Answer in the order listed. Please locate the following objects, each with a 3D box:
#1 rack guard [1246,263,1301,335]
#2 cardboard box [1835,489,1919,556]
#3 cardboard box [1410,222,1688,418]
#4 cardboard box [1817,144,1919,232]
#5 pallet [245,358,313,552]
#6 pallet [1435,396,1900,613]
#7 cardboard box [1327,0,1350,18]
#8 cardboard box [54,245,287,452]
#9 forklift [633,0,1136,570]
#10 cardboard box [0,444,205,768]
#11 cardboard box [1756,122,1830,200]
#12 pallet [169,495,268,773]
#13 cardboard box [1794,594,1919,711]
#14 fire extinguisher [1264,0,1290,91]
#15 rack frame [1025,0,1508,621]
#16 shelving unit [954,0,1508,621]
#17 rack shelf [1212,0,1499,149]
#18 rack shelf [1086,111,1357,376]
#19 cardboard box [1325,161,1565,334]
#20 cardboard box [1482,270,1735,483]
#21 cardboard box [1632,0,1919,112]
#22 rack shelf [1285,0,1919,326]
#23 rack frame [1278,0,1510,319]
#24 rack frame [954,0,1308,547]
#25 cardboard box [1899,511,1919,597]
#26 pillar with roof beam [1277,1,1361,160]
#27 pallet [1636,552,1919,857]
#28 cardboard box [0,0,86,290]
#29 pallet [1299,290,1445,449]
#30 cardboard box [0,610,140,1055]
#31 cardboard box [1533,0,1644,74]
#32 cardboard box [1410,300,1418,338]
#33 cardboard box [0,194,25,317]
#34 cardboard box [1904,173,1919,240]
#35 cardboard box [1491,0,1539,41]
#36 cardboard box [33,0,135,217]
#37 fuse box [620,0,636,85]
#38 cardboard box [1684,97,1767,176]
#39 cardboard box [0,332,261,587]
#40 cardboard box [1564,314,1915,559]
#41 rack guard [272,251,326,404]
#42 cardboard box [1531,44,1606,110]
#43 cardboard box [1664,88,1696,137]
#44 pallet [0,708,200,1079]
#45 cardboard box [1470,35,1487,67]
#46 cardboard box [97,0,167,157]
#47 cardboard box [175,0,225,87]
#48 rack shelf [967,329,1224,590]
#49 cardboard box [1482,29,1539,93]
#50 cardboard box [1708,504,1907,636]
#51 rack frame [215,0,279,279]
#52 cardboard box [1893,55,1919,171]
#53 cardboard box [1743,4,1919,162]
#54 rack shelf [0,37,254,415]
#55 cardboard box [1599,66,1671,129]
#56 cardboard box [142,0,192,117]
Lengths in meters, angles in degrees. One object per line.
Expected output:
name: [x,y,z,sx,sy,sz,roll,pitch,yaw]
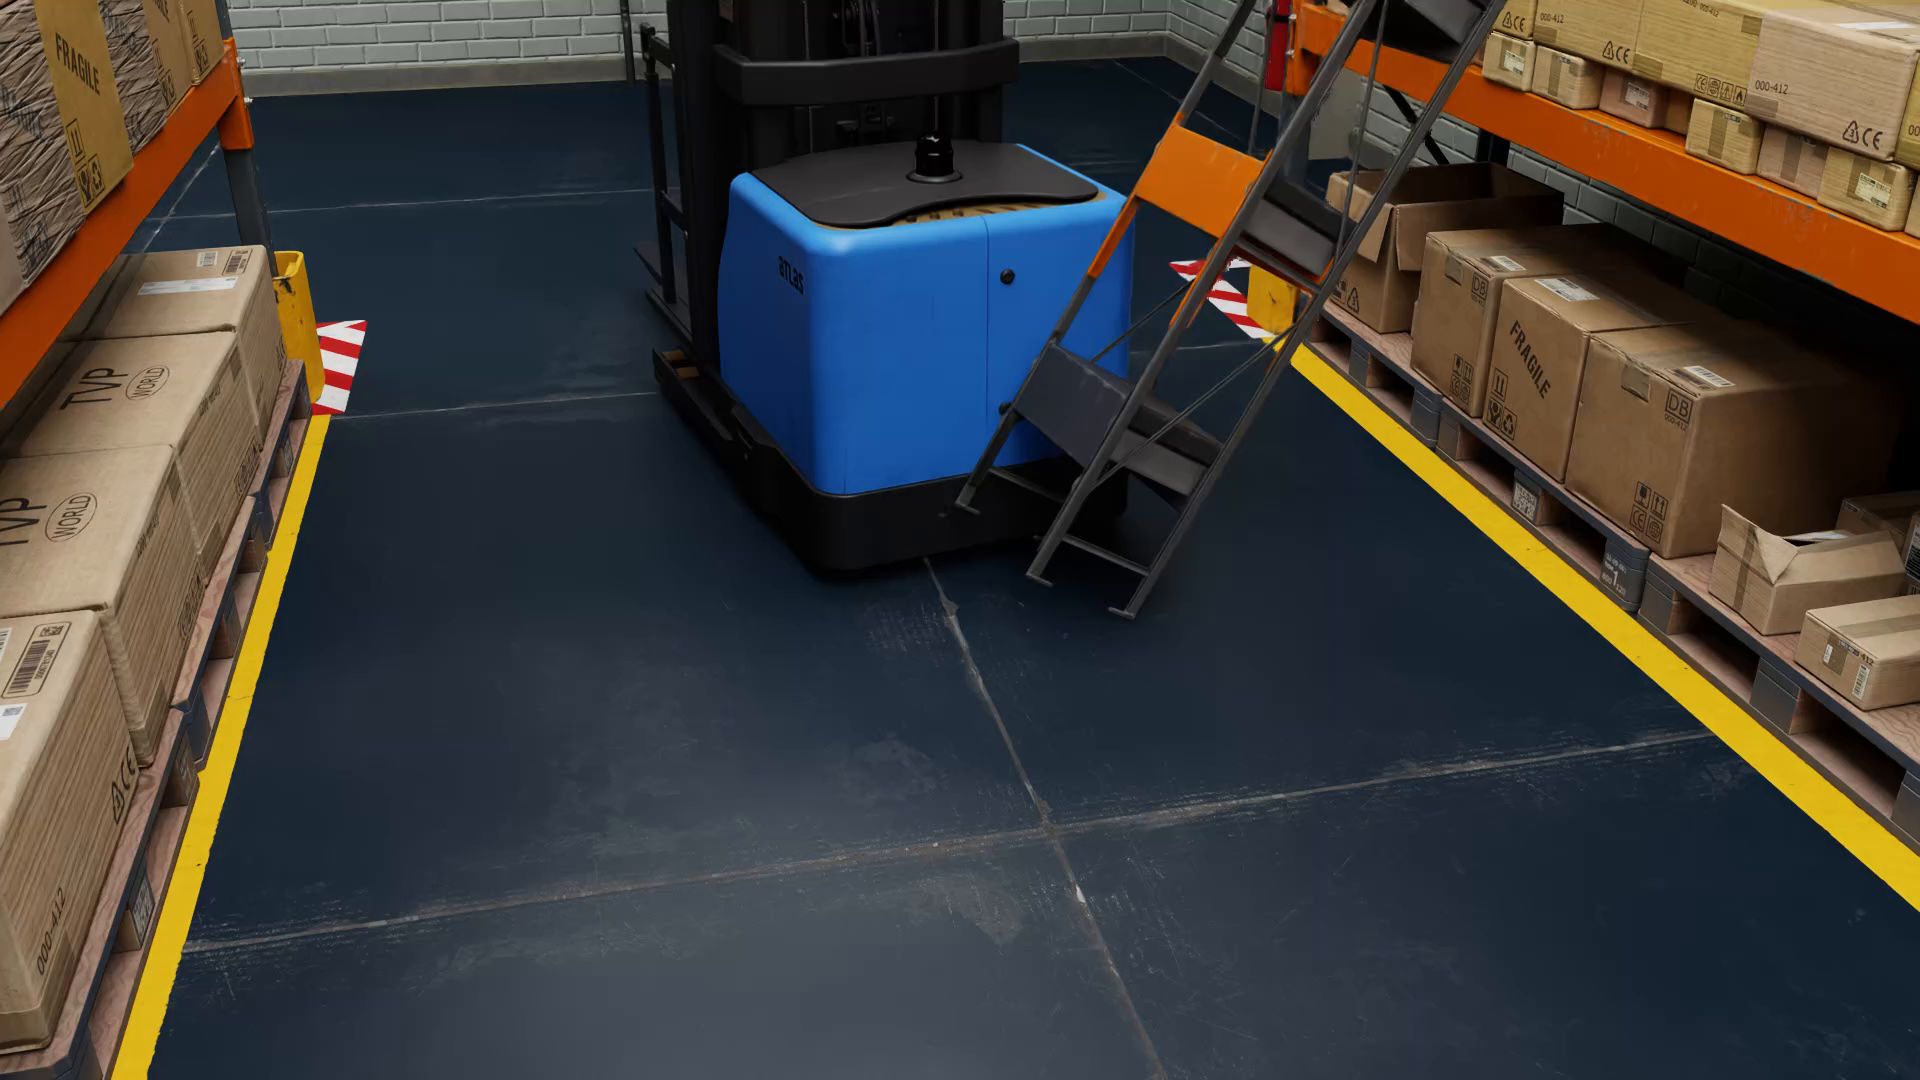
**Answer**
rack guard: [1.833,-1.207,7.087,1.175,0.500,0.348,-6,27,-12]
cardboard box: [2.701,-0.020,4.658,0.380,0.149,0.250,-6,27,-12]
cardboard box: [2.017,-0.771,5.757,0.700,0.500,0.500,-5,27,-9]
cardboard box: [2.238,-0.827,3.838,0.380,0.149,0.250,-5,27,-10]
pallet: [-2.762,-0.263,5.537,1.003,0.211,1.213,-6,27,-12]
pallet: [2.286,-0.194,5.400,1.003,0.211,1.213,-6,27,-12]
cardboard box: [1.623,-2.072,6.306,0.380,0.149,0.250,-6,27,-12]
cardboard box: [-2.773,-0.615,5.517,0.875,0.438,0.875,-7,28,-13]
forklift: [-0.524,-1.859,5.679,1.130,2.935,3.031,-11,29,-21]
cardboard box: [-2.357,0.182,3.938,0.875,0.438,0.875,-7,28,-13]
cardboard box: [2.205,-0.945,4.071,0.380,0.149,0.250,-5,27,-10]
pallet: [-2.491,0.271,4.478,1.003,0.211,1.213,-6,27,-12]
cardboard box: [2.306,0.270,4.085,0.380,0.149,0.250,-7,28,-13]
fire extinguisher: [1.333,-2.173,6.727,0.296,0.674,0.183,-6,27,-12]
rack frame: [0.846,-0.728,4.437,0.400,2.100,0.015,22,14,-33]
shelving unit: [0.749,-0.830,4.636,0.431,2.100,0.503,22,14,-33]
rack shelf: [1.084,-1.414,4.499,0.431,0.518,0.480,22,14,-33]
rack shelf: [0.742,-0.819,4.639,0.431,0.518,0.480,22,14,-33]
cardboard box: [1.862,-1.152,6.507,0.797,0.503,0.637,-7,28,-14]
cardboard box: [2.038,-0.529,5.277,0.500,0.500,0.500,-5,27,-11]
cardboard box: [2.139,-1.304,4.341,0.500,0.250,0.500,-6,27,-12]
rack shelf: [2.267,-1.158,5.013,1.077,0.370,4.000,-6,27,-12]
rack frame: [1.816,-2.357,6.590,1.000,3.000,0.127,-6,27,-12]
rack frame: [0.652,-0.933,4.835,0.400,2.100,0.015,22,14,-33]
cardboard box: [2.799,0.098,4.245,0.500,0.311,0.500,-5,27,-10]
pillar with roof beam: [-2.107,-5.873,6.899,9.100,9.000,0.400,-6,27,-12]
pallet: [2.564,0.343,4.337,1.003,0.211,1.213,-6,27,-12]
cardboard box: [-2.183,-0.813,3.420,0.500,0.500,0.500,-6,27,-11]
pallet: [2.014,-0.729,6.459,1.003,0.211,1.213,-6,27,-12]
cardboard box: [-2.154,0.575,3.160,0.875,0.438,0.875,-6,27,-12]
cardboard box: [2.023,-1.530,4.789,0.500,0.250,0.500,-7,28,-13]
cardboard box: [1.920,-0.803,6.210,0.380,0.149,0.250,-7,28,-14]
cardboard box: [-2.077,-0.594,2.986,0.500,0.500,0.500,-6,27,-11]
cardboard box: [2.320,-0.715,3.617,0.380,0.149,0.250,-5,27,-10]
cardboard box: [1.887,-1.753,5.230,0.500,0.250,0.500,-6,27,-13]
cardboard box: [-2.299,-1.039,3.868,0.500,0.500,0.500,-5,27,-10]
fuse box: [-2.233,-3.898,11.074,0.539,1.711,0.414,-6,27,-12]
cardboard box: [2.120,-1.054,4.288,0.380,0.149,0.250,-6,27,-12]
cardboard box: [-2.558,-0.214,4.723,0.875,0.438,0.875,-5,27,-10]
cardboard box: [2.251,-0.315,4.854,0.700,0.500,0.500,-7,28,-14]
rack guard: [-3.024,-0.746,6.173,1.175,0.500,0.348,-6,27,-12]
cardboard box: [1.944,-1.388,4.950,0.380,0.149,0.250,-5,27,-10]
cardboard box: [2.171,-1.179,4.535,0.380,0.149,0.250,-6,27,-11]
pallet: [-2.212,0.808,3.415,1.003,0.211,1.213,-6,27,-12]
cardboard box: [1.881,-1.620,5.410,0.380,0.149,0.250,-6,27,-11]
cardboard box: [-2.428,-1.264,4.315,0.500,0.500,0.500,-5,27,-10]
cardboard box: [-2.652,-1.711,5.200,0.500,0.500,0.500,-6,27,-11]
rack shelf: [0.401,-0.224,4.779,0.431,0.518,0.480,22,14,-33]
cardboard box: [1.865,-1.502,5.175,0.380,0.149,0.250,-7,28,-13]
cardboard box: [2.226,0.061,4.369,0.396,0.266,0.258,-5,27,-10]
rack frame: [-3.019,-1.851,5.588,1.000,3.000,0.127,-6,27,-12]
cardboard box: [2.365,-0.865,3.472,0.500,0.250,0.500,-5,27,-10]
cardboard box: [2.238,-1.084,3.905,0.500,0.250,0.500,-6,27,-11]
rack shelf: [-2.568,-0.652,4.011,1.077,0.370,4.000,-6,27,-12]
cardboard box: [2.070,-1.282,4.740,0.380,0.149,0.250,-6,27,-12]
cardboard box: [-2.554,-1.489,4.760,0.500,0.500,0.500,-7,28,-13]
